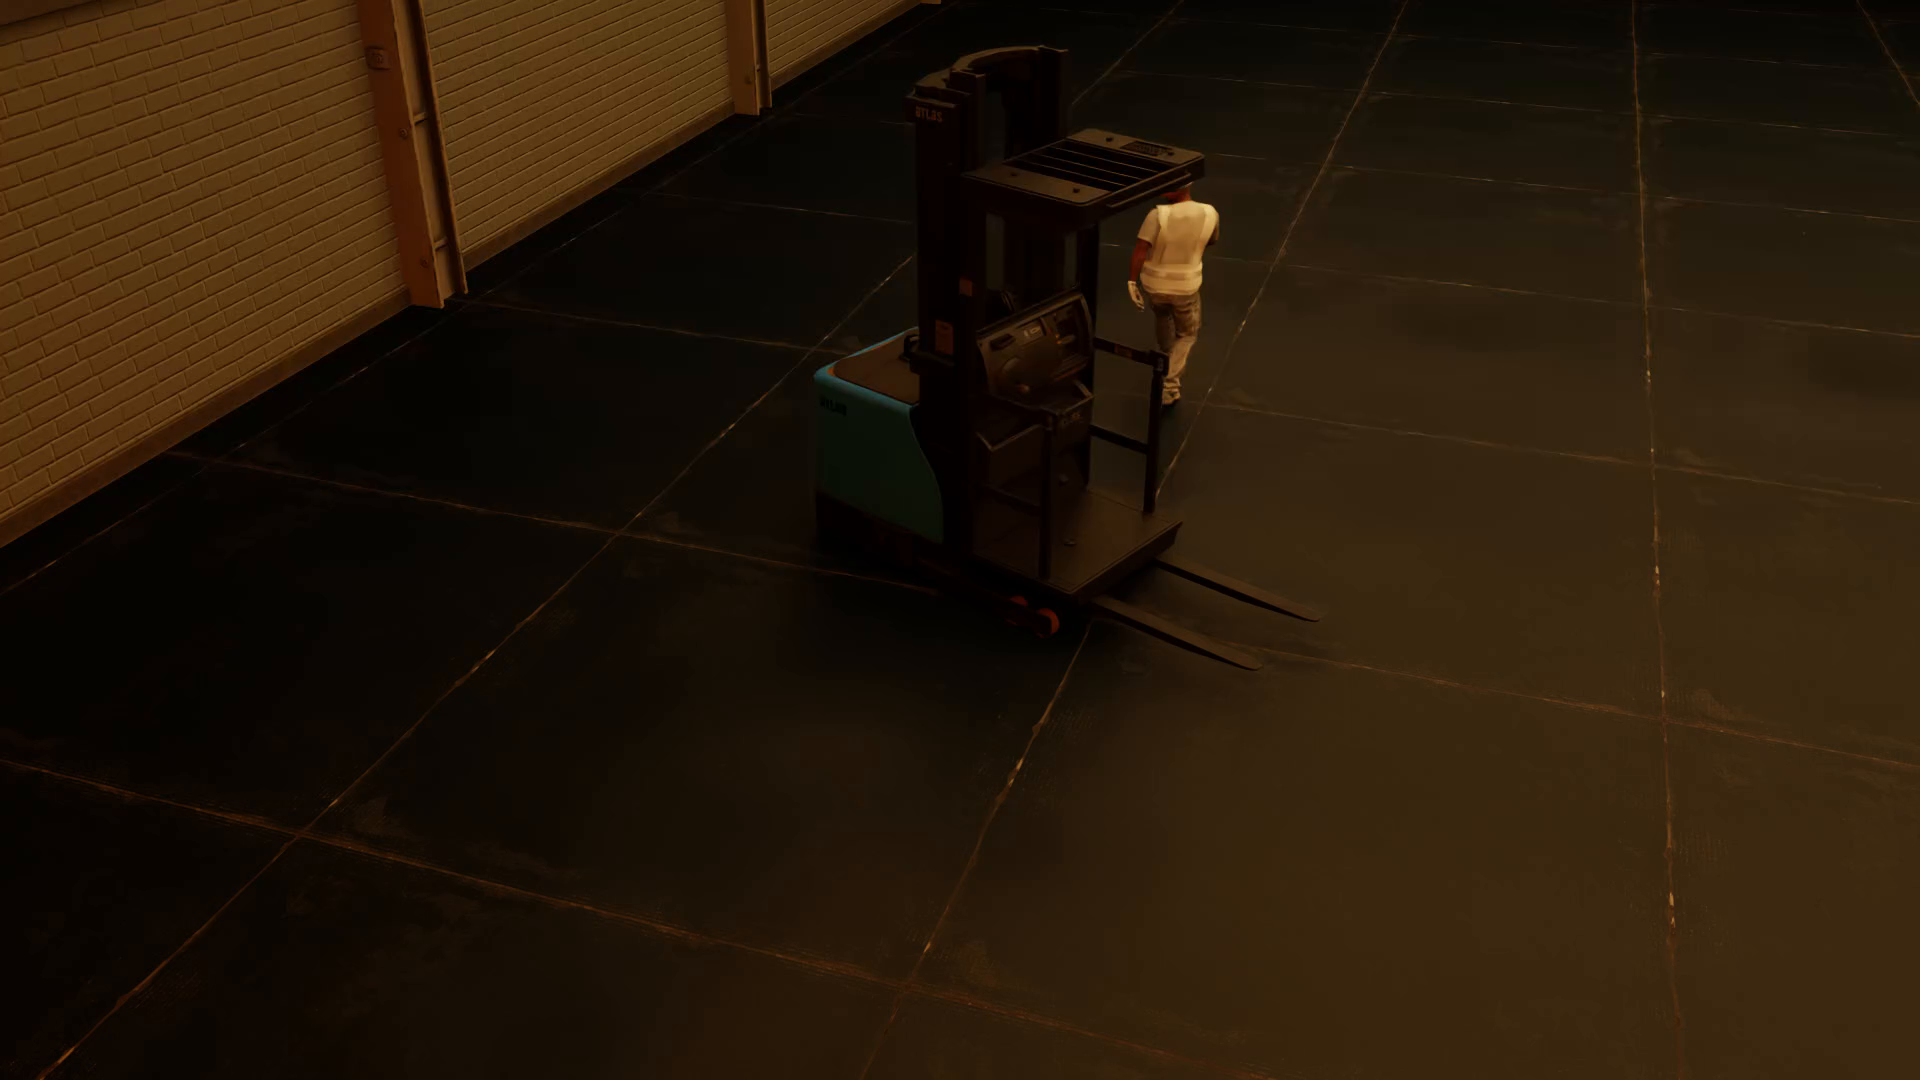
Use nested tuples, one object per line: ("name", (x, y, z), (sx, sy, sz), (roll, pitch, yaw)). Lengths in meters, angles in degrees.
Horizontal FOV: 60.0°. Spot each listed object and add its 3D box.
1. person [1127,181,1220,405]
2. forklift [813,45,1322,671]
("person", (1.491, -1.810, 11.594), (0.572, 1.706, 0.975), (6, 30, 10))
("forklift", (0.577, -1.028, 8.940), (3.031, 2.935, 1.130), (23, 37, 34))
